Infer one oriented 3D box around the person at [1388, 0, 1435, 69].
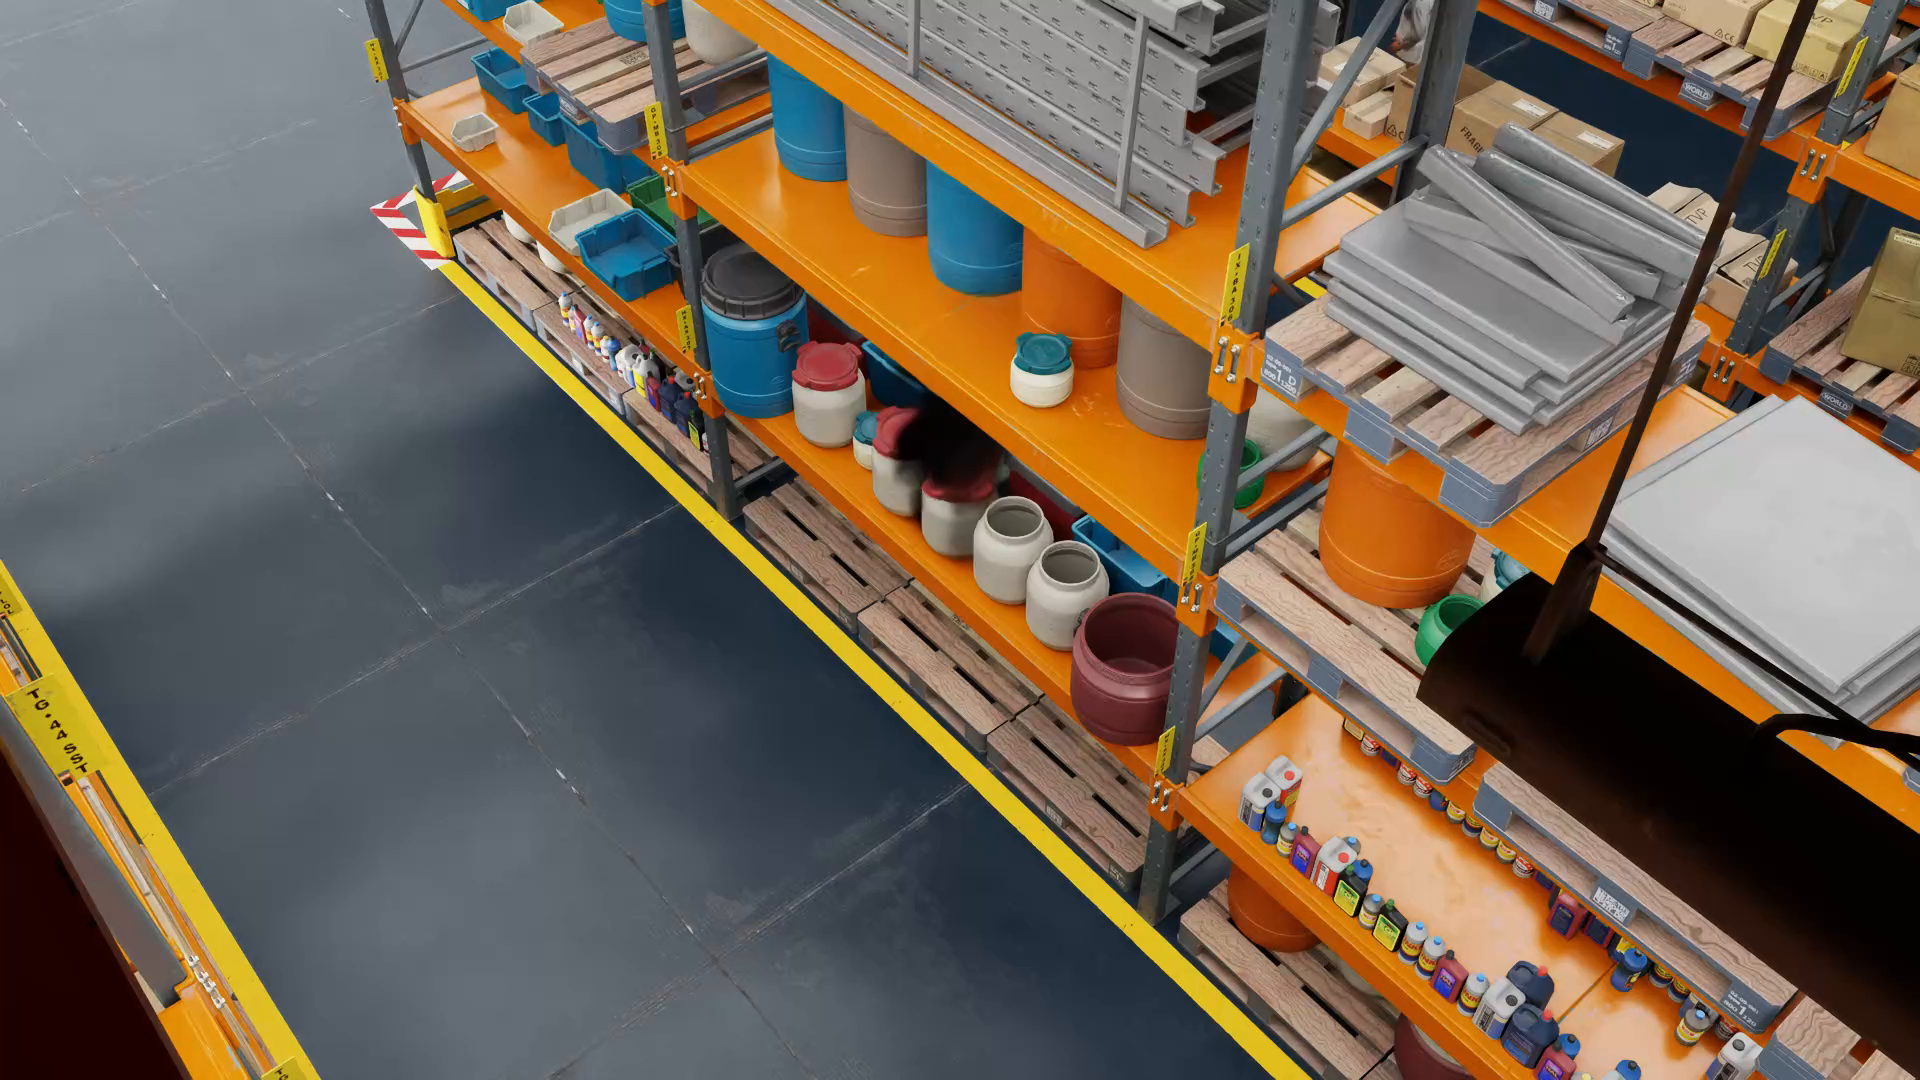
[{"bbox_3d":[3.702,-4.030,13.604,0.635,1.727,0.564,-29,53,-25],"label":"person"}]
